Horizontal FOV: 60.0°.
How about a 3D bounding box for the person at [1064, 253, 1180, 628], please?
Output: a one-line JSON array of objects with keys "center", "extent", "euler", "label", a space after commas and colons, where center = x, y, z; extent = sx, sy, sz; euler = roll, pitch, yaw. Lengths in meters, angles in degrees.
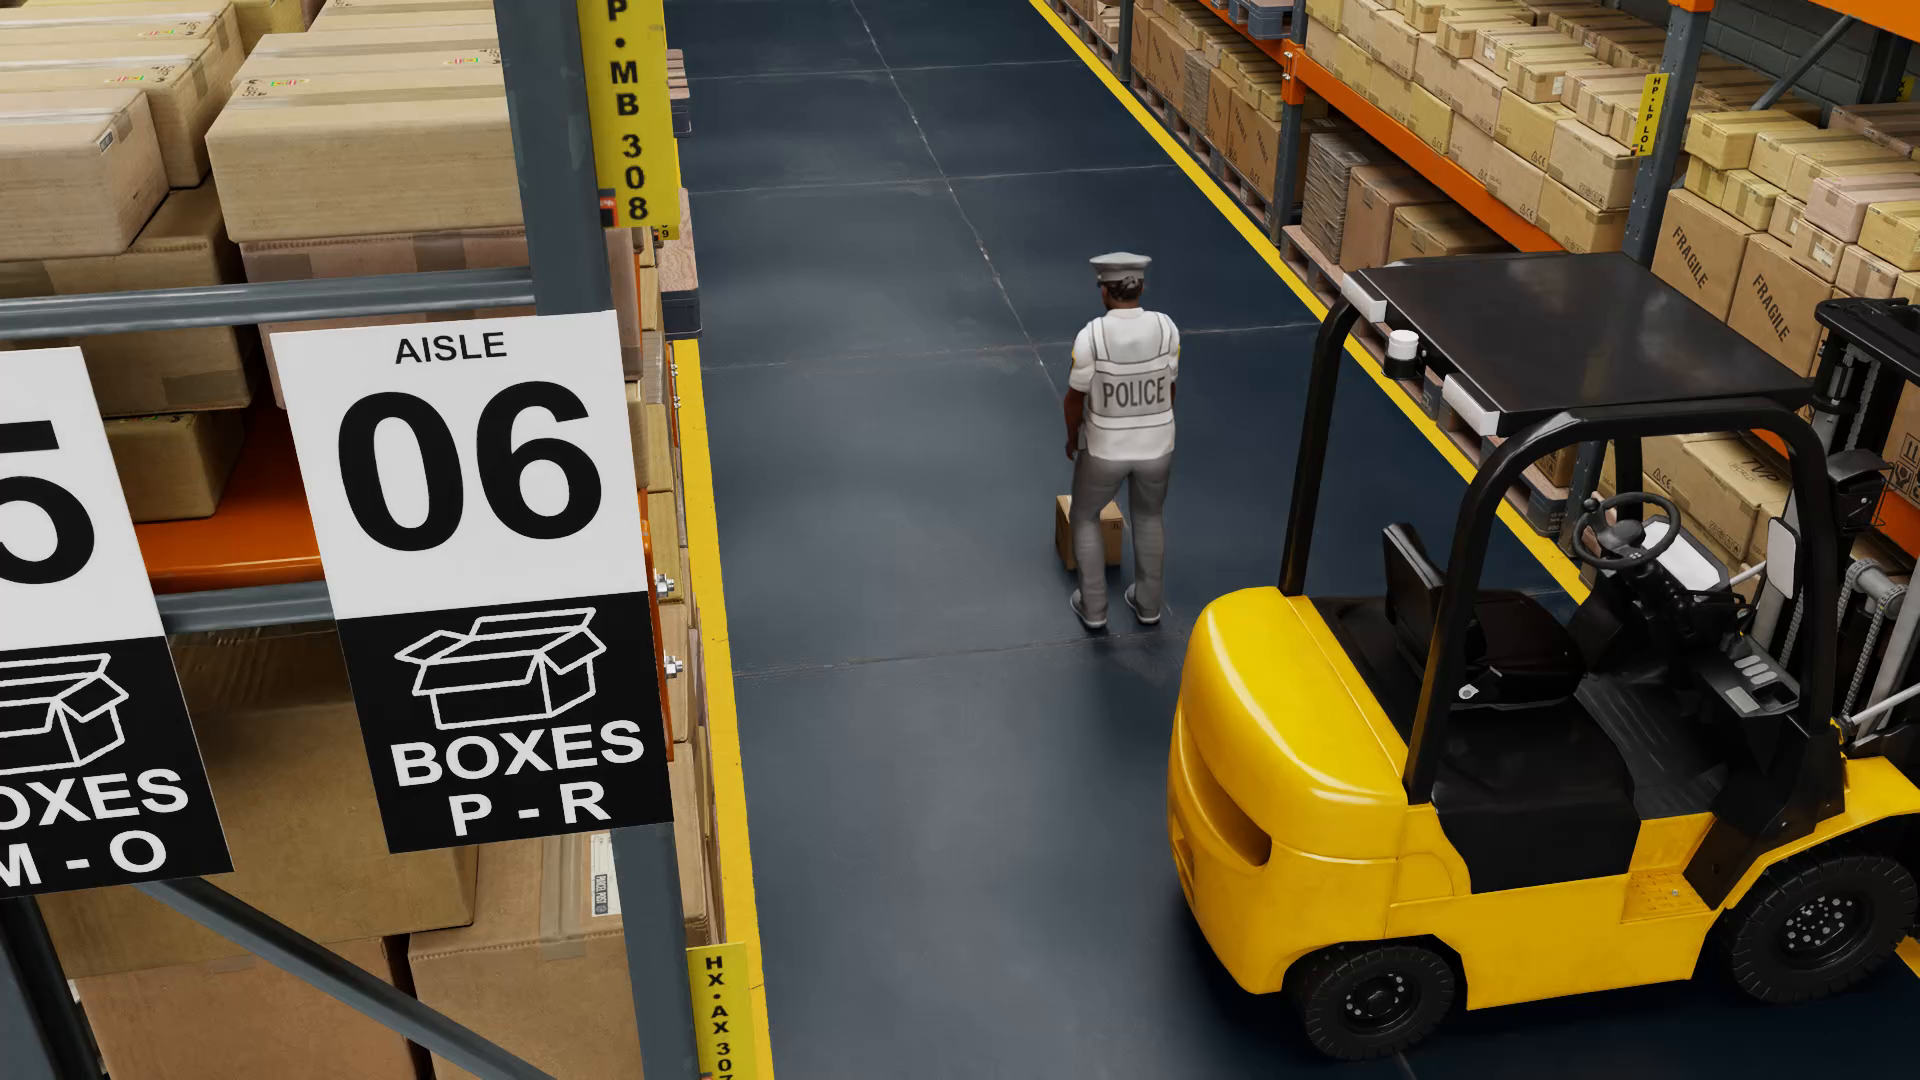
[{"center": [0.645, -0.382, 6.823], "extent": [0.457, 1.624, 0.442], "euler": [-5, 31, -8], "label": "person"}]
